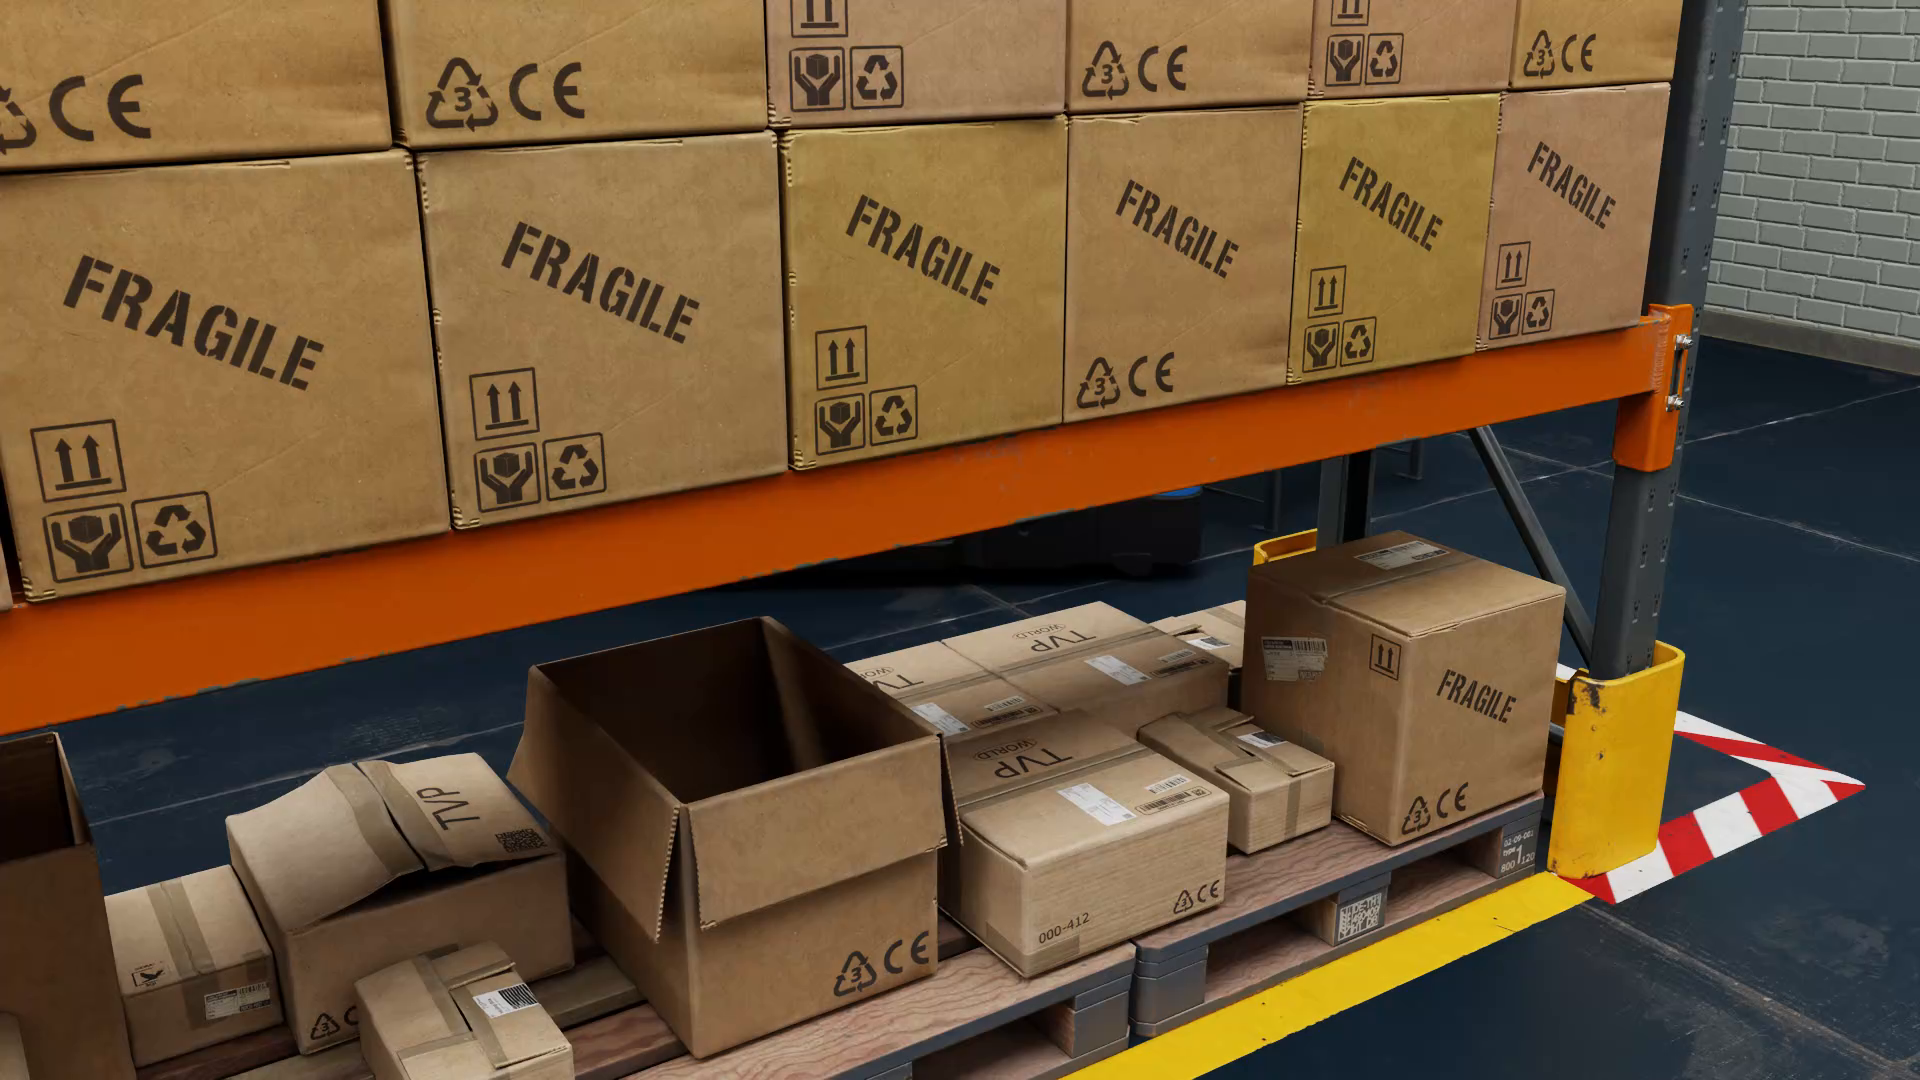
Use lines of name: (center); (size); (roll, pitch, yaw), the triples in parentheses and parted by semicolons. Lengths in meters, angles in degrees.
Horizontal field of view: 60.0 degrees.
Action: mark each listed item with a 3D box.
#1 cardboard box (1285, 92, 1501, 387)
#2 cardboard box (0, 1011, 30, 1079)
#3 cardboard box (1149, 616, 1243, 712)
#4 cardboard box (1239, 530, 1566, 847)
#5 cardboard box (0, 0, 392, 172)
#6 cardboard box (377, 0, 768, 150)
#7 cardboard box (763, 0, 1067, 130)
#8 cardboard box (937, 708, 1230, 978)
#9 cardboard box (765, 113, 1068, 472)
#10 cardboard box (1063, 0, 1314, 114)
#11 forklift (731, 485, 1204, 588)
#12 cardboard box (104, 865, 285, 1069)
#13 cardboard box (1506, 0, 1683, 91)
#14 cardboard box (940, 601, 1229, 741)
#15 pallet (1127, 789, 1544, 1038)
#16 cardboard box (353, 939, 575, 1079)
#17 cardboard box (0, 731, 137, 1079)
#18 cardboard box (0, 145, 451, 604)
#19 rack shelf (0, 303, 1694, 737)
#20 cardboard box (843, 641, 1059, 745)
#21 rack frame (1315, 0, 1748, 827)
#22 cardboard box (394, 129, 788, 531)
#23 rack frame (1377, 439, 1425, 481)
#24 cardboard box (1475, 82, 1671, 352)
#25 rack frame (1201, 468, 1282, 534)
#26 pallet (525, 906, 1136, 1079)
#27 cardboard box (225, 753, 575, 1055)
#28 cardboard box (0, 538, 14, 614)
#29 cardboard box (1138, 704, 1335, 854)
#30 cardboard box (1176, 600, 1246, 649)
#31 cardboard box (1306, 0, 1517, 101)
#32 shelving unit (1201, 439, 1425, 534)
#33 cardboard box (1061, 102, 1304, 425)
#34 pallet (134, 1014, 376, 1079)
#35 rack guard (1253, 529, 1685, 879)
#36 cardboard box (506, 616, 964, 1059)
cardboard box: (0.666, -0.621, 3.243); (0.500, 0.500, 0.500); (-12, 22, -31)
cardboard box: (-1.550, 0.936, 2.304); (0.500, 0.311, 0.500); (-12, 22, -31)
cardboard box: (0.574, 0.342, 4.288); (0.250, 0.166, 0.380); (-12, 22, -31)
cardboard box: (1.003, 0.319, 3.832); (0.500, 0.500, 0.500); (-12, 22, -31)
cardboard box: (-1.040, -0.733, 2.013); (0.500, 0.500, 0.500); (-13, 22, -33)
cardboard box: (-0.611, -0.824, 2.280); (0.500, 0.500, 0.500); (-13, 22, -33)
cardboard box: (-0.180, -0.915, 2.550); (0.500, 0.500, 0.500); (-11, 22, -30)
cardboard box: (0.193, 0.597, 3.401); (0.500, 0.250, 0.500); (-12, 22, -31)
cardboard box: (-0.175, -0.446, 2.725); (0.500, 0.500, 0.500); (-12, 22, -32)
cardboard box: (0.249, -1.005, 2.817); (0.500, 0.500, 0.500); (-11, 22, -30)
forklift: (-0.676, -1.394, 5.792); (3.031, 2.935, 1.130); (0, 19, -1)
cardboard box: (-1.419, 0.770, 3.047); (0.250, 0.149, 0.380); (-12, 22, -31)
cardboard box: (1.101, -1.187, 3.355); (0.500, 0.500, 0.500); (-12, 22, -32)
cardboard box: (0.294, 0.384, 4.031); (0.500, 0.250, 0.500); (-12, 22, -31)
pallet: (0.593, 0.657, 3.972); (1.213, 0.211, 1.003); (-12, 22, -31)
cardboard box: (-0.833, 0.849, 2.786); (0.250, 0.166, 0.380); (-12, 22, -31)
cardboard box: (-1.699, 0.686, 2.748); (0.500, 0.500, 0.500); (-12, 22, -31)
cardboard box: (-1.018, -0.269, 2.200); (0.500, 0.500, 0.500); (-11, 22, -30)
rack shelf: (-0.349, -0.125, 3.054); (4.000, 0.370, 1.077); (-12, 22, -31)
cardboard box: (-0.124, 0.472, 3.771); (0.500, 0.250, 0.500); (-12, 22, -31)
rack frame: (1.322, -0.818, 3.981); (0.127, 3.000, 1.000); (-12, 22, -31)
cardboard box: (-0.599, -0.356, 2.459); (0.500, 0.500, 0.500); (-12, 22, -32)
rack frame: (1.757, -1.019, 6.917); (0.032, 1.500, 0.500); (-17, 25, -41)
cardboard box: (1.097, -0.714, 3.516); (0.500, 0.500, 0.500); (-11, 22, -30)
rack frame: (1.026, -0.793, 6.248); (0.032, 1.500, 0.500); (-17, 25, -41)
pallet: (-0.425, 0.871, 3.340); (1.213, 0.211, 1.003); (-12, 22, -31)
cardboard box: (-1.073, 0.644, 3.169); (0.500, 0.311, 0.500); (-12, 22, -31)
cardboard box: (-1.444, -0.178, 1.931); (0.500, 0.500, 0.500); (-11, 22, -30)
cardboard box: (0.615, 0.525, 3.746); (0.250, 0.166, 0.380); (-12, 22, -31)
cardboard box: (0.783, 0.306, 4.421); (0.250, 0.149, 0.380); (-12, 22, -31)
cardboard box: (0.680, -1.098, 3.091); (0.500, 0.500, 0.500); (-11, 22, -30)
shelving unit: (1.391, -0.906, 6.582); (1.048, 1.500, 0.538); (-17, 25, -41)
cardboard box: (0.246, -0.535, 2.987); (0.500, 0.500, 0.500); (-12, 22, -31)
pallet: (-1.445, 1.087, 2.700); (1.213, 0.211, 1.003); (-12, 22, -31)
rack guard: (1.258, 0.380, 4.342); (0.348, 0.500, 1.175); (-12, 22, -31)
cardboard box: (-0.453, 0.528, 3.209); (0.637, 0.503, 0.797); (-12, 22, -31)
